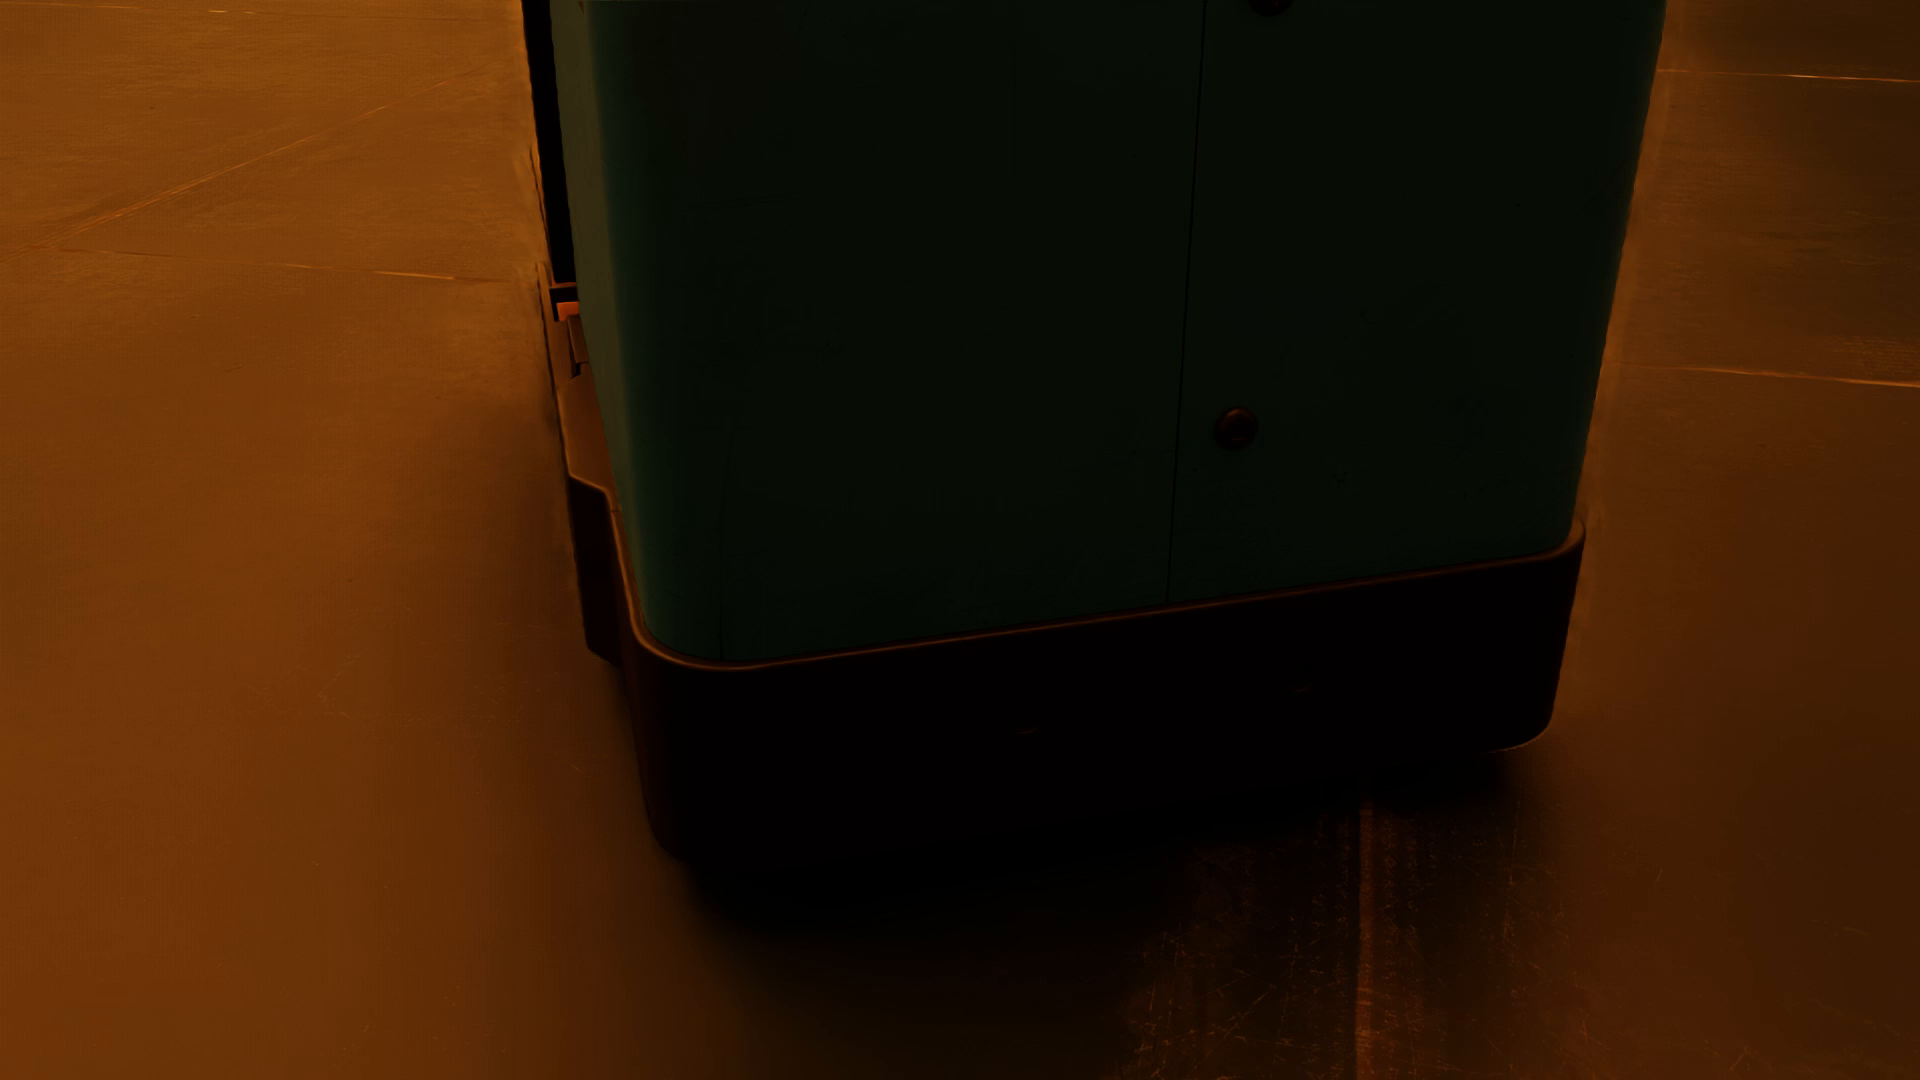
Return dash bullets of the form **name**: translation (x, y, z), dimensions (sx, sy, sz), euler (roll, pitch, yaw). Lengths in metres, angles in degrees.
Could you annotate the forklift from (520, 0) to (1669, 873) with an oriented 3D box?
- **forklift**: translation (-0.187, -1.617, 2.452), dimensions (1.130, 2.935, 3.031), euler (-7, 28, -14)
